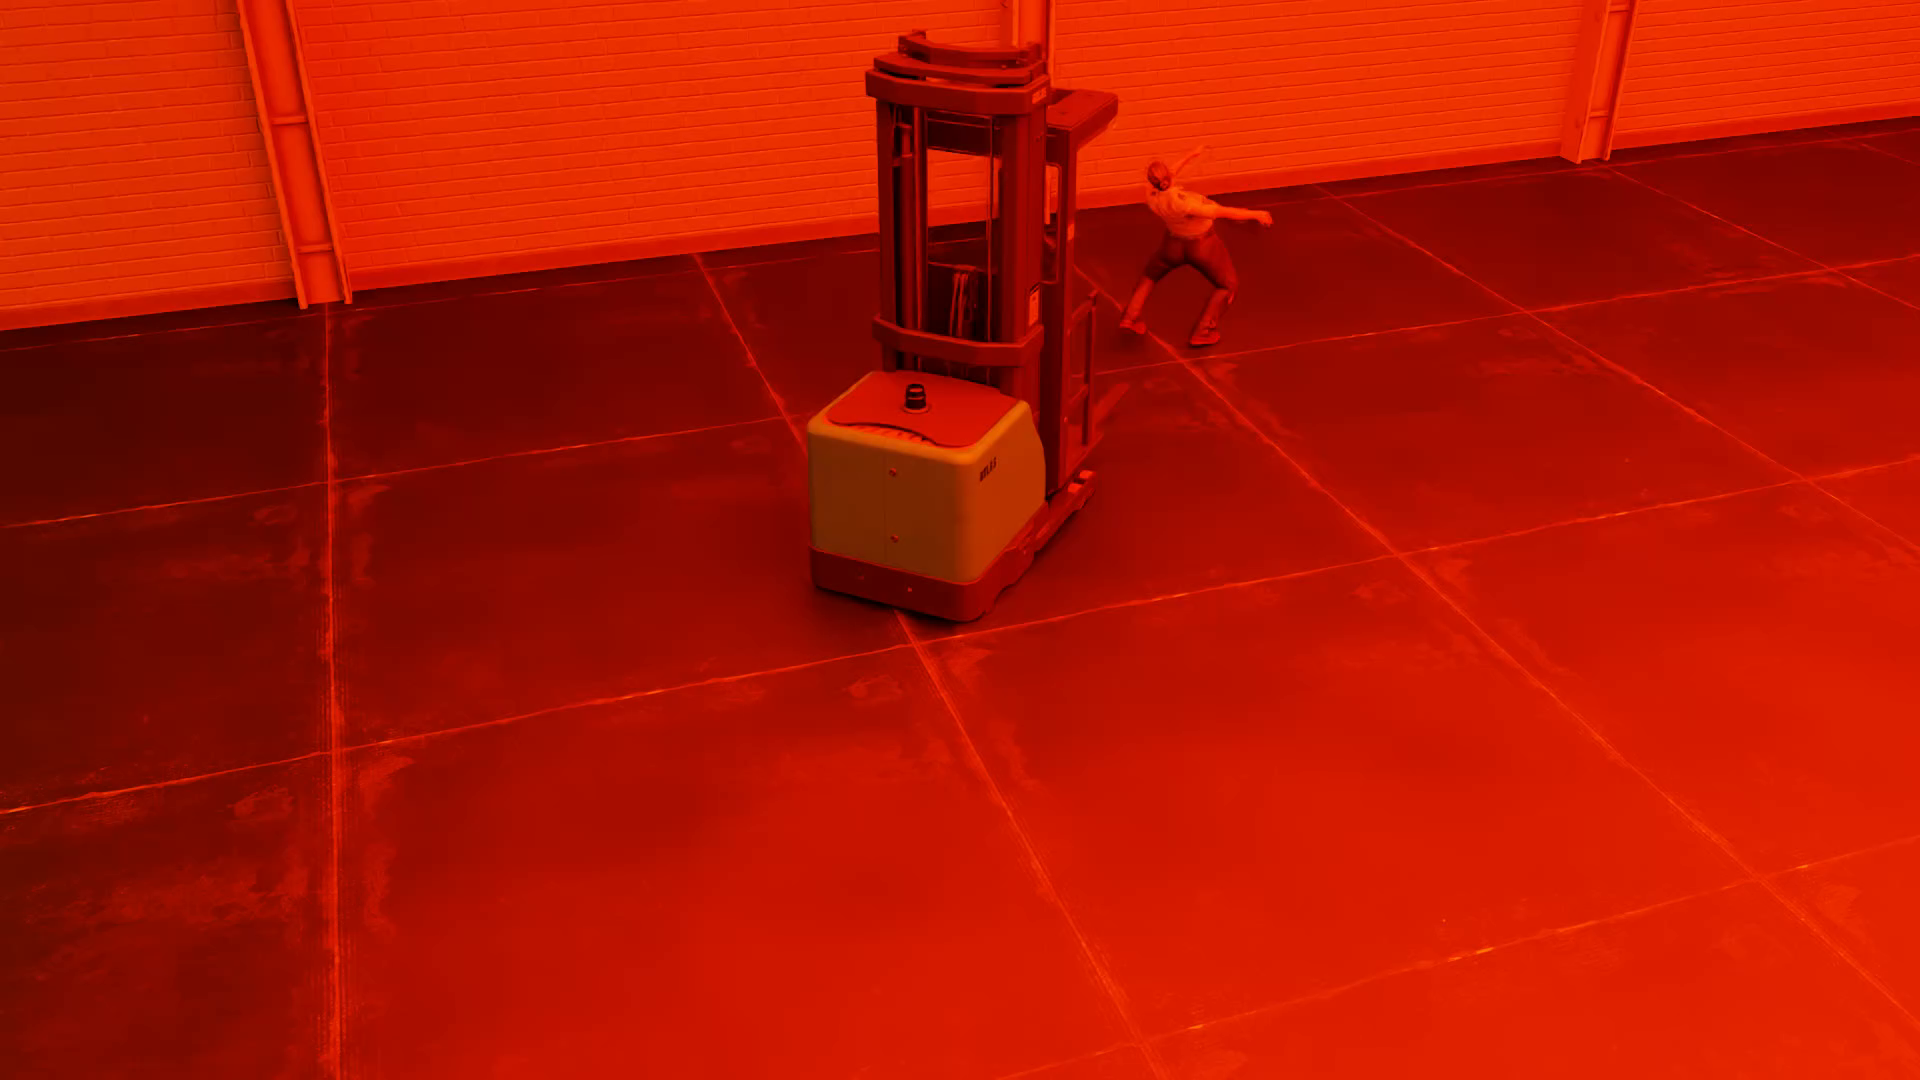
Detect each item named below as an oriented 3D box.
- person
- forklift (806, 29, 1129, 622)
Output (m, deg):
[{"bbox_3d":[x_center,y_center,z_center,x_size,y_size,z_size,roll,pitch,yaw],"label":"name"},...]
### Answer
[{"bbox_3d":[1.775,-2.127,12.284,1.004,1.419,0.714,14,33,24],"label":"person"},{"bbox_3d":[0.225,-1.538,9.761,1.130,2.935,3.031,13,32,21],"label":"forklift"}]
